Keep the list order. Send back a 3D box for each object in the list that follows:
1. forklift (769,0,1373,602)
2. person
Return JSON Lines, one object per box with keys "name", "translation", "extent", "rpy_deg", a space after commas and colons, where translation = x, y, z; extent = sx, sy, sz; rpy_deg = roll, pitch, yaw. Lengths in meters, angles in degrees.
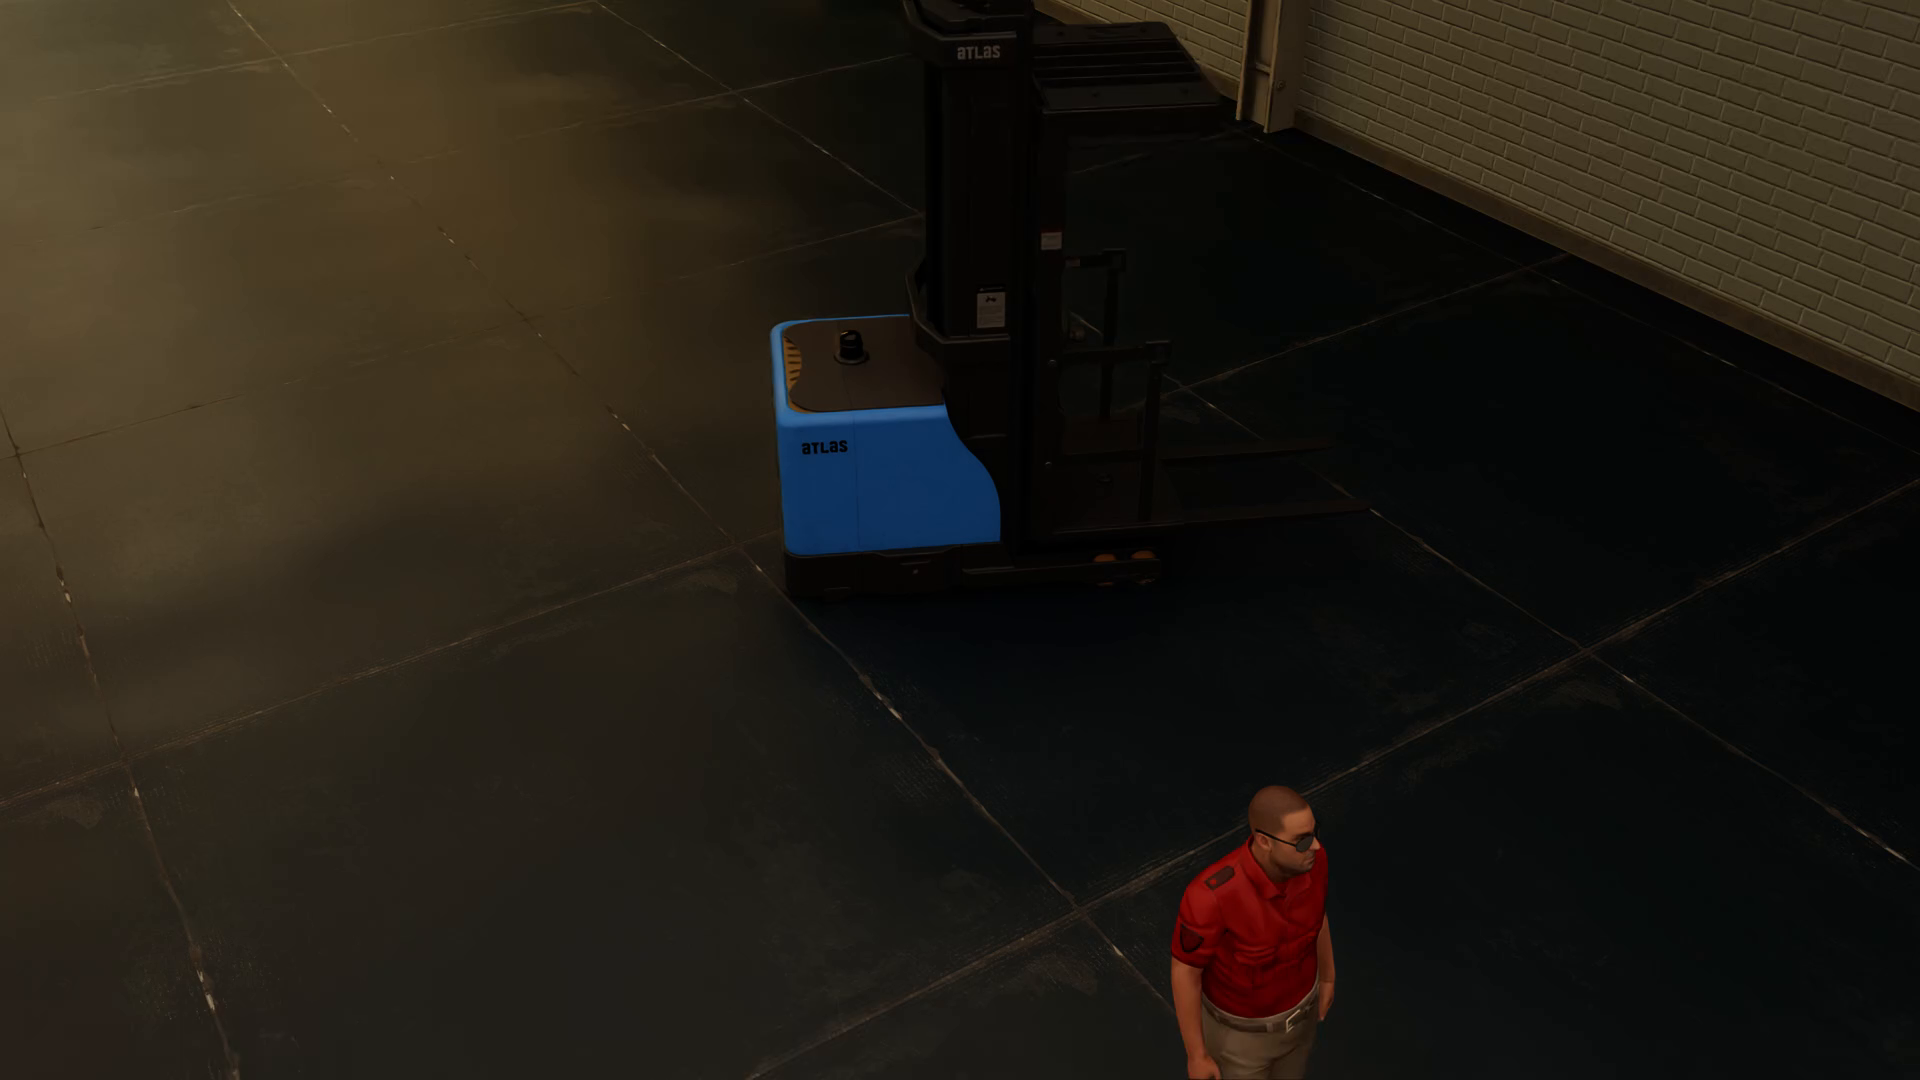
{"name": "forklift", "translation": [0.582, -1.263, 7.945], "extent": [3.031, 2.935, 1.130], "rpy_deg": [-4, 35, -6]}
{"name": "person", "translation": [0.959, 1.502, 5.048], "extent": [0.629, 1.731, 0.540], "rpy_deg": [-23, 41, -29]}
